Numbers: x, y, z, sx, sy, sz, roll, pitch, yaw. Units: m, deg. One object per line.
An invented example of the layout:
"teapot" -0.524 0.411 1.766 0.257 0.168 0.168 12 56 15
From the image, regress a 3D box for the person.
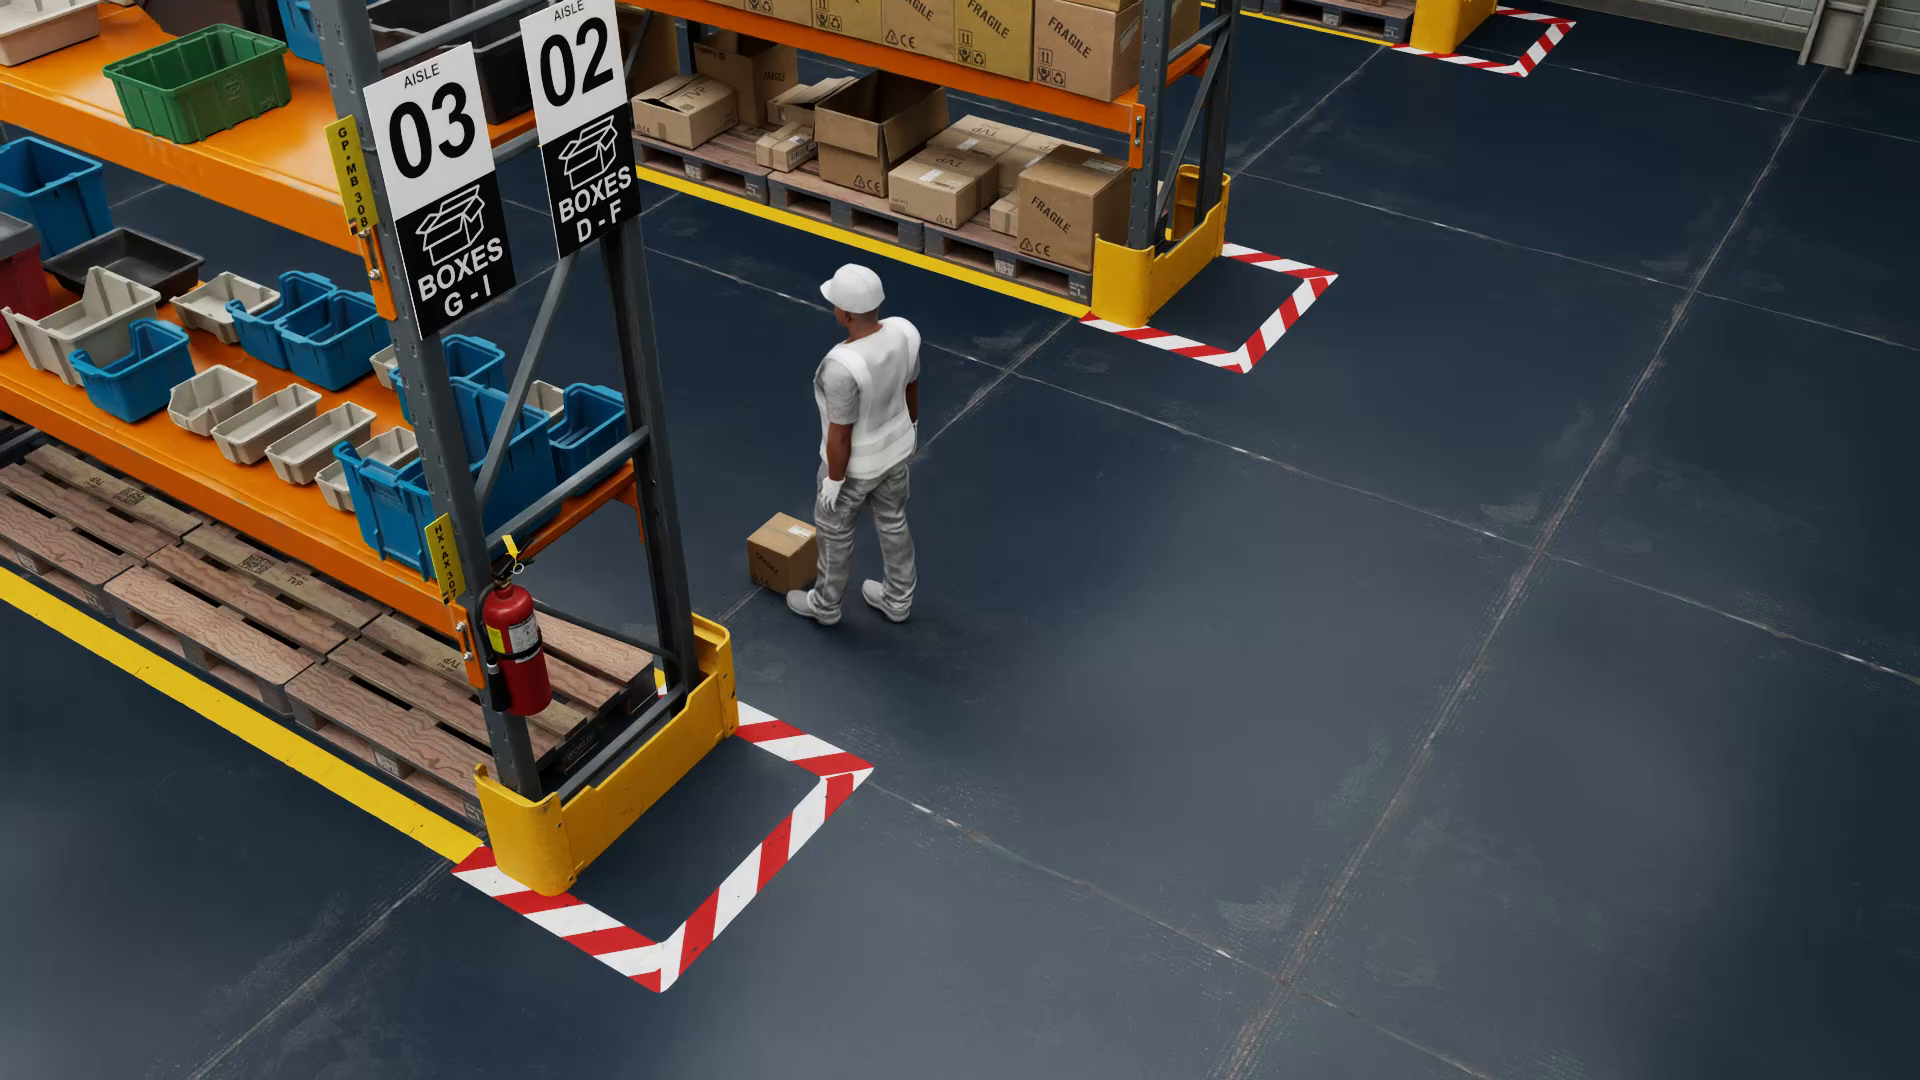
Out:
"person" -0.470 -0.411 7.177 0.547 1.787 0.598 28 46 31
